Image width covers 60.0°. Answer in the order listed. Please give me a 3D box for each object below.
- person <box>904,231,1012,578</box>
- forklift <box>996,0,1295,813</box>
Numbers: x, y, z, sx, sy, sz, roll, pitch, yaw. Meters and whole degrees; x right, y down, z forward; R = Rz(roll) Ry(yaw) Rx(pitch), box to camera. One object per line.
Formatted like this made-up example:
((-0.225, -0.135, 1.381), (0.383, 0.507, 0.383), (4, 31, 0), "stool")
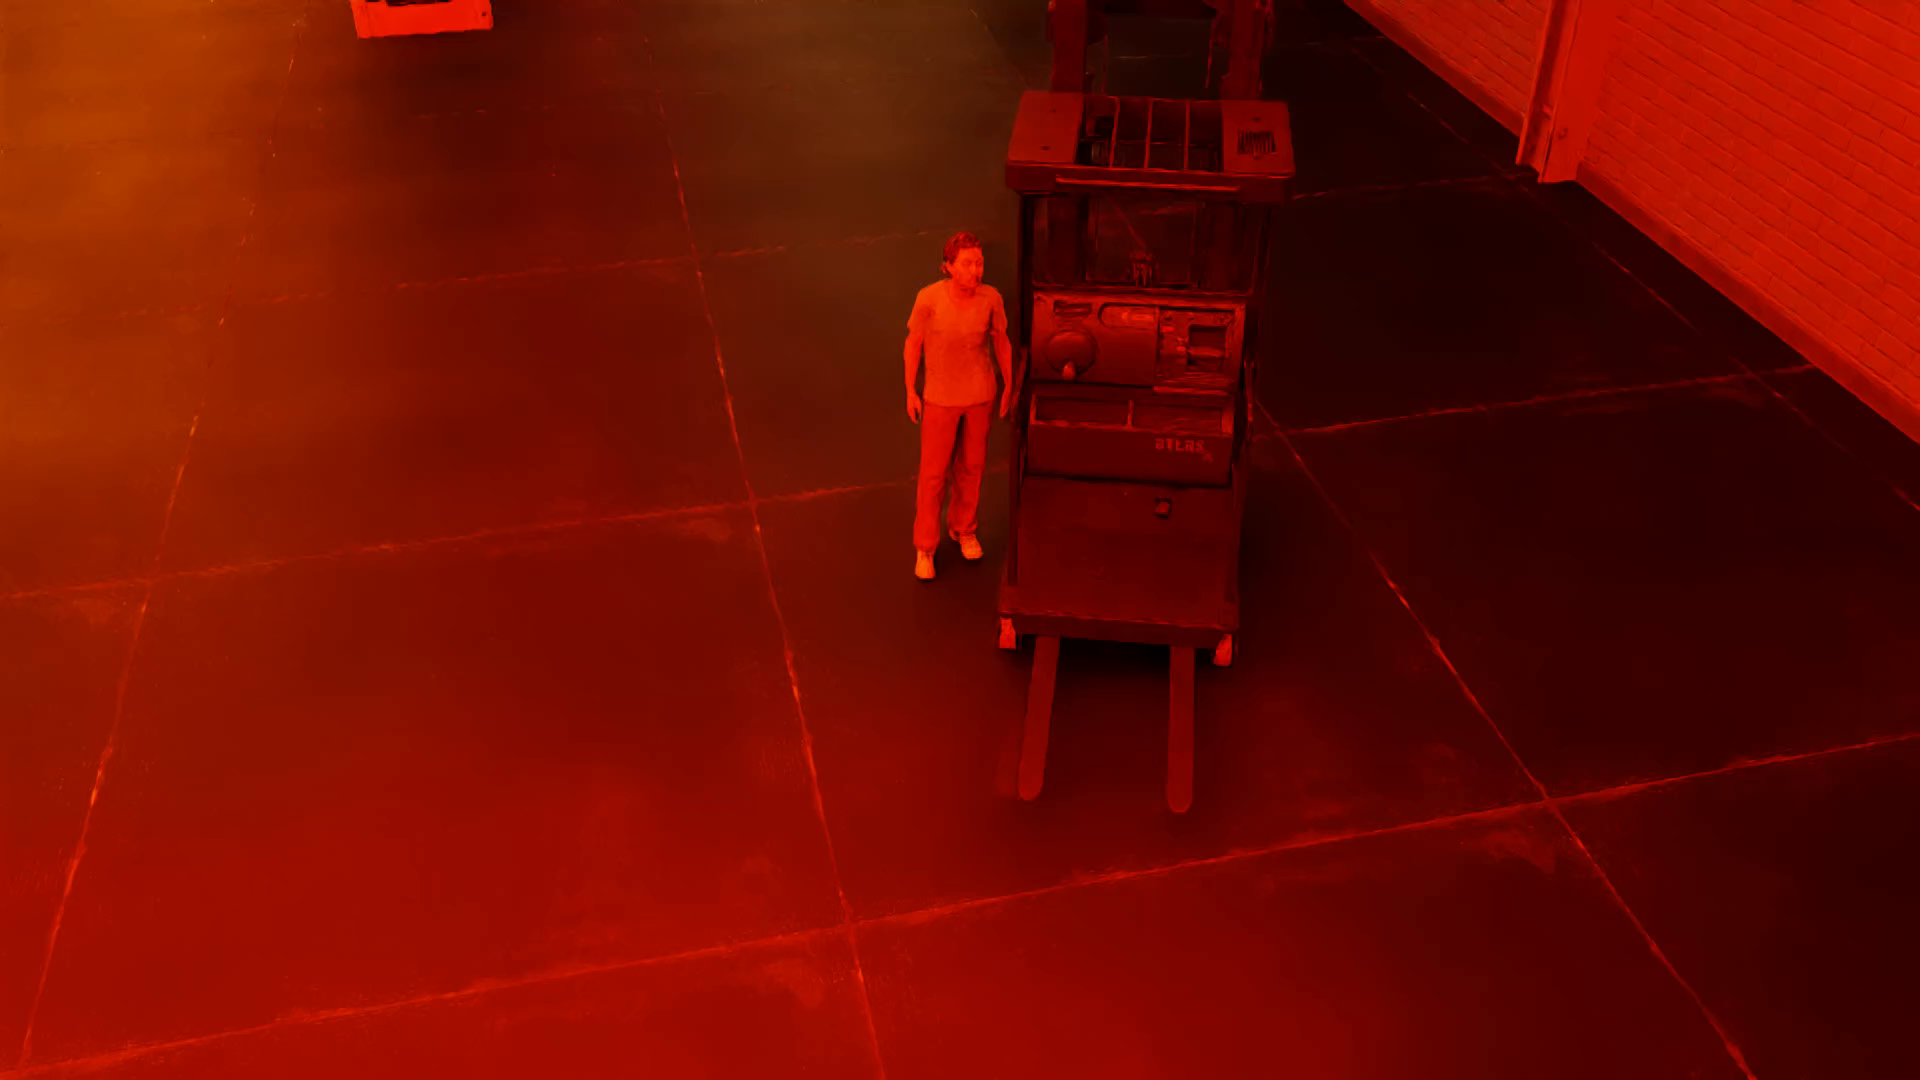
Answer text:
((0.006, -0.652, 7.998), (0.554, 1.673, 0.545), (-8, 36, -11), "person")
((0.762, -0.818, 7.187), (1.130, 2.935, 3.031), (4, 36, 6), "forklift")
